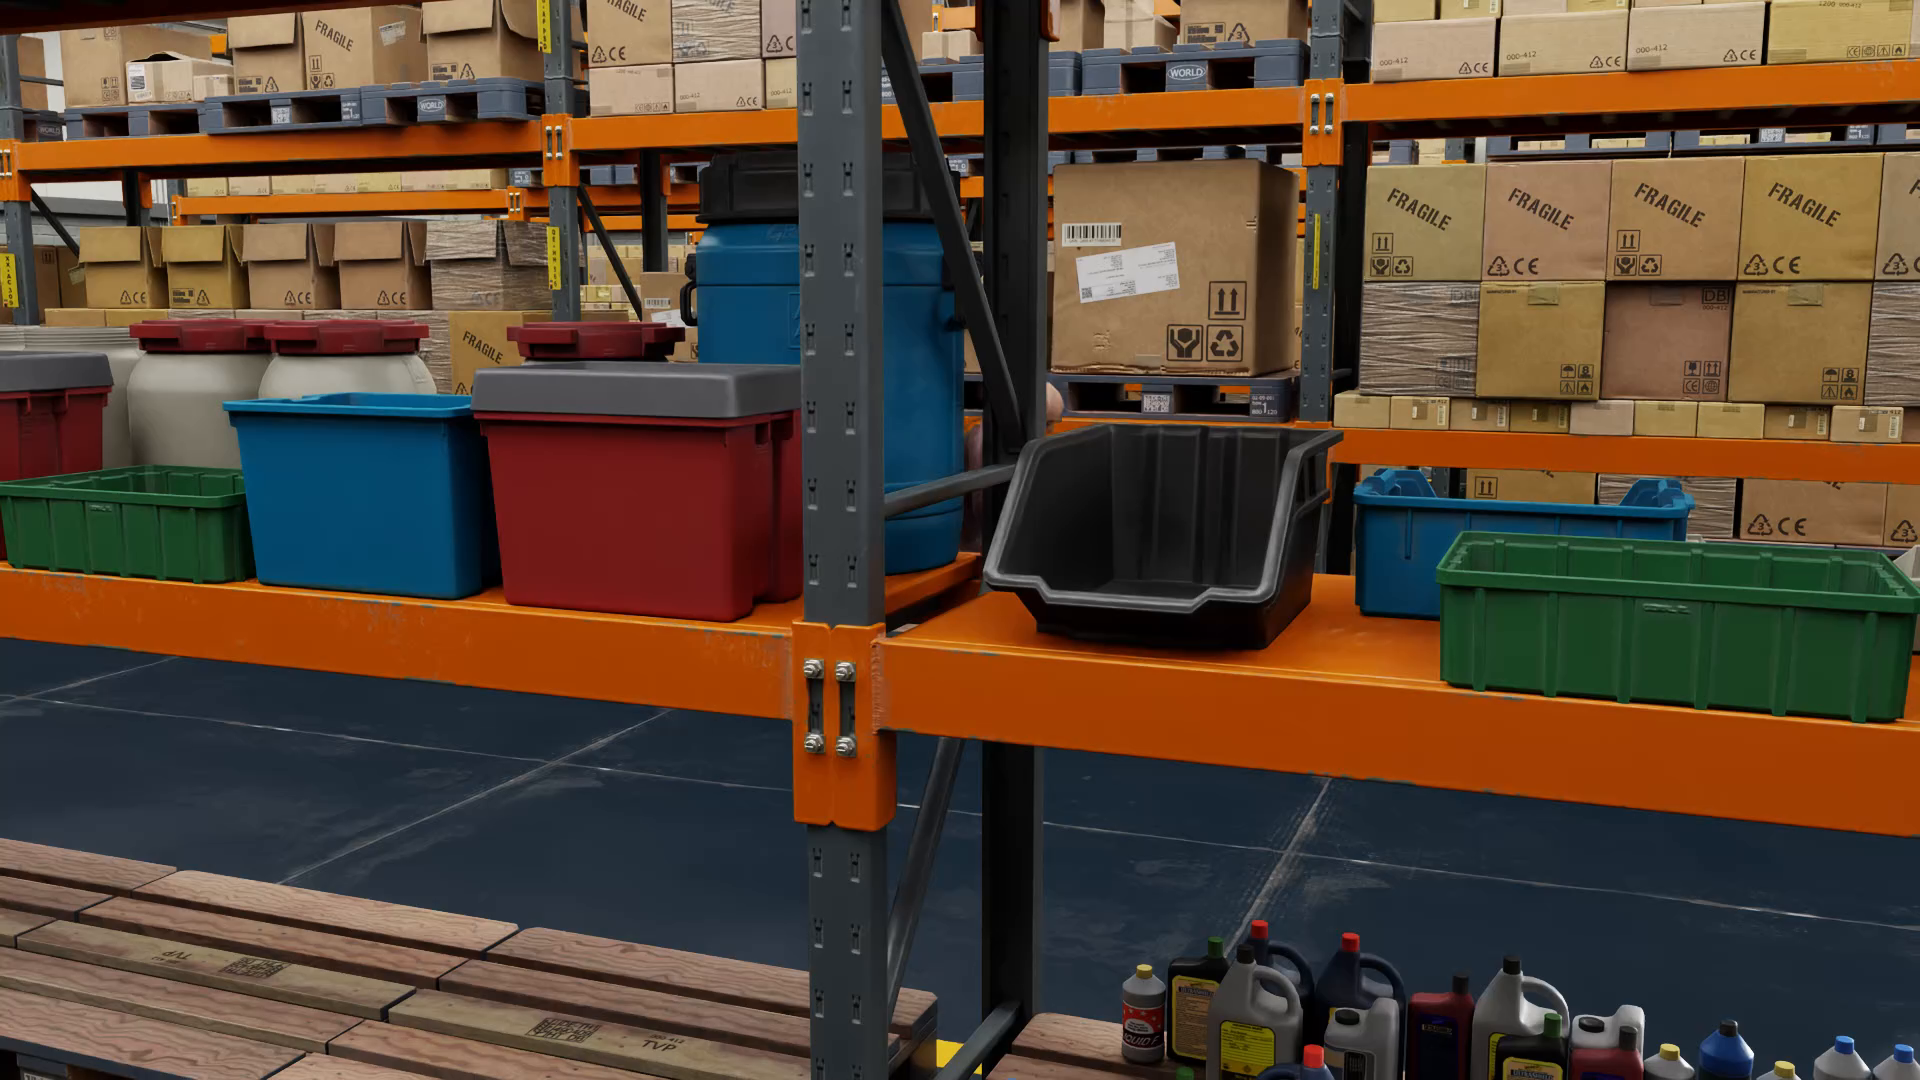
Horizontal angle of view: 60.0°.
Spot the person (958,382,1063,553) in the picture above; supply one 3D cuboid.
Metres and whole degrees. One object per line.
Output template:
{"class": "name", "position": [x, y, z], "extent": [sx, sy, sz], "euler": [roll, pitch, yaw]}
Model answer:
{"class": "person", "position": [0.138, 0.070, 7.292], "extent": [0.635, 1.524, 0.628], "euler": [3, 9, 21]}
